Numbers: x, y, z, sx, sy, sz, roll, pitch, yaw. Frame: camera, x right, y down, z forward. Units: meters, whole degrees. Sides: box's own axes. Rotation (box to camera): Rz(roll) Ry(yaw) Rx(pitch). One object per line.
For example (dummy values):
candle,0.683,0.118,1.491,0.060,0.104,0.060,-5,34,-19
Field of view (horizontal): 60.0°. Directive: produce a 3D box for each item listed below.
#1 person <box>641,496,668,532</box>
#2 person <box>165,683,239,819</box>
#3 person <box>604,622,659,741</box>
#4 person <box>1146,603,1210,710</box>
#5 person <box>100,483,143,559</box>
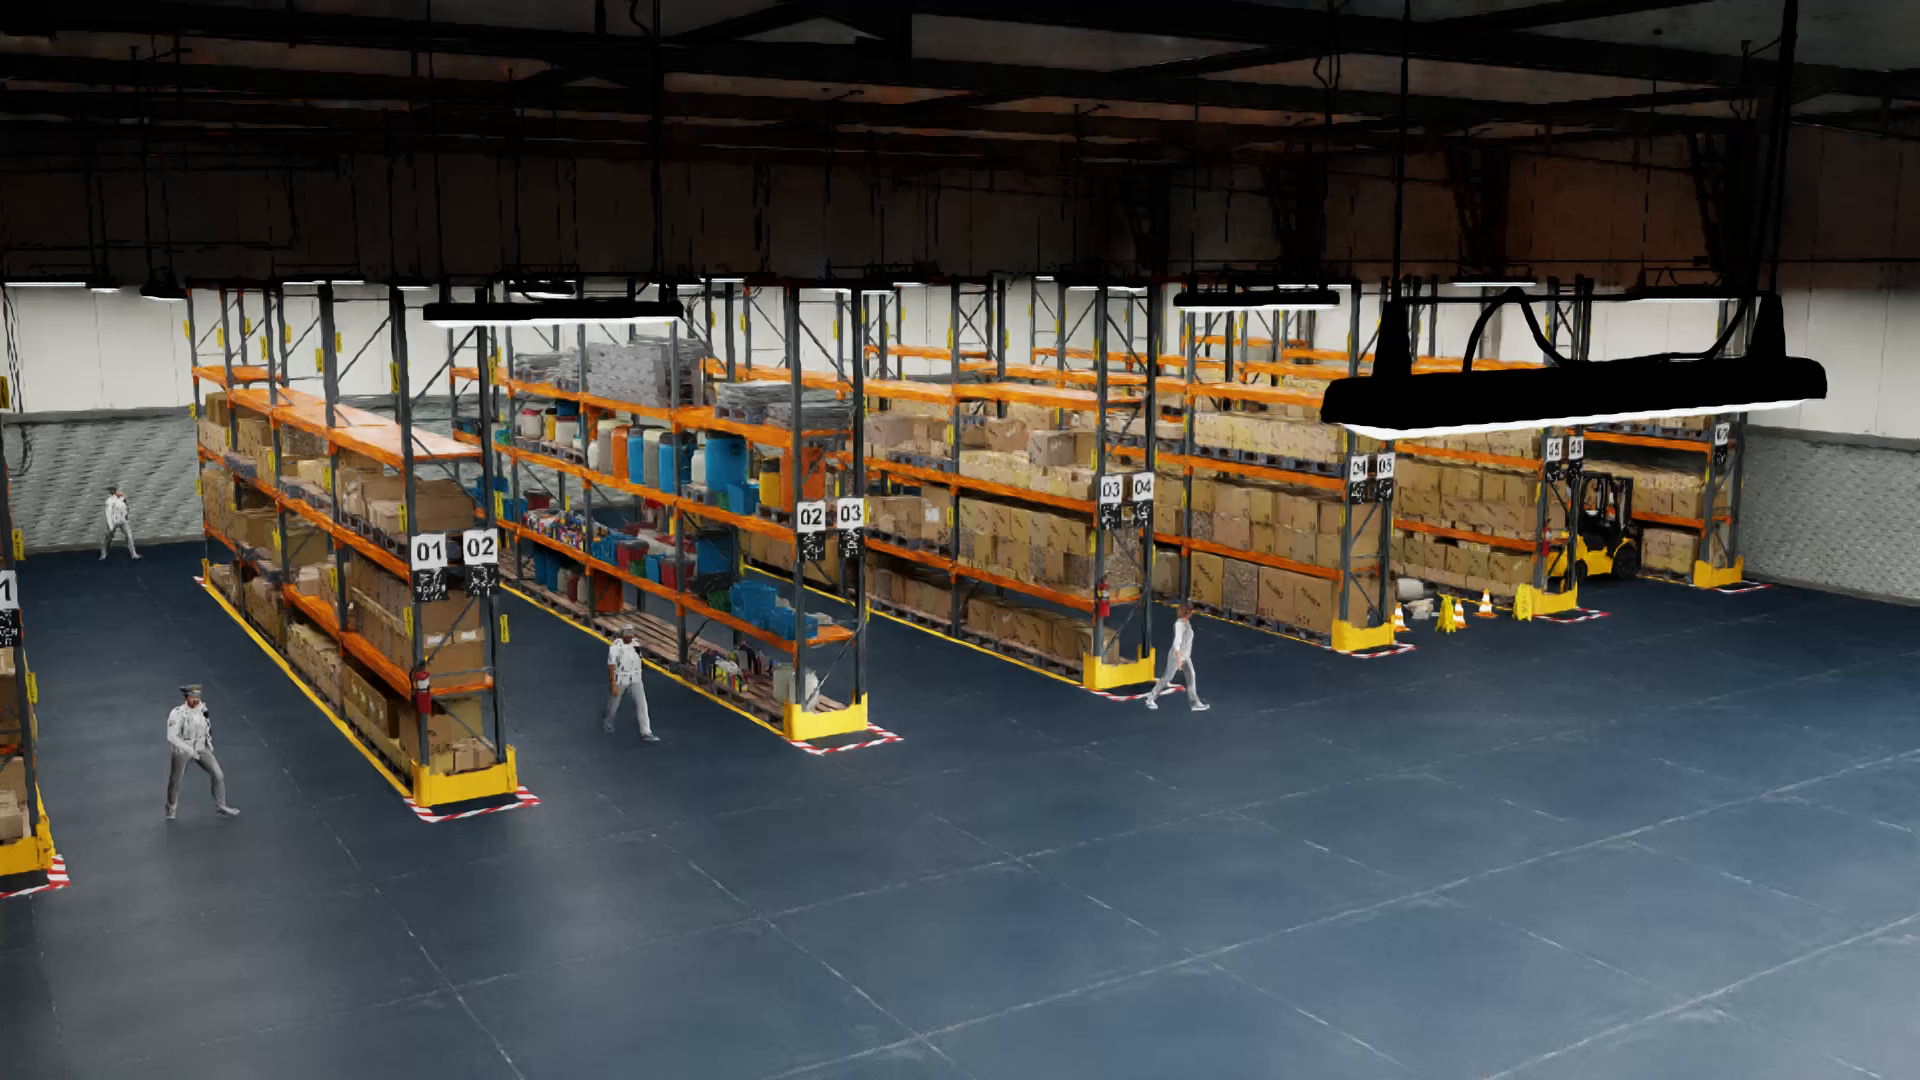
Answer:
person,-6.784,-0.636,36.786,0.682,1.676,0.535,-6,11,-33
person,-8.746,2.388,18.935,0.783,1.615,0.644,8,12,38
person,-4.441,1.858,22.115,0.497,1.580,1.091,-7,12,-34
person,3.073,1.650,23.461,0.863,1.560,0.481,5,11,29
person,-17.917,-0.391,35.345,0.911,1.645,0.543,6,11,30
